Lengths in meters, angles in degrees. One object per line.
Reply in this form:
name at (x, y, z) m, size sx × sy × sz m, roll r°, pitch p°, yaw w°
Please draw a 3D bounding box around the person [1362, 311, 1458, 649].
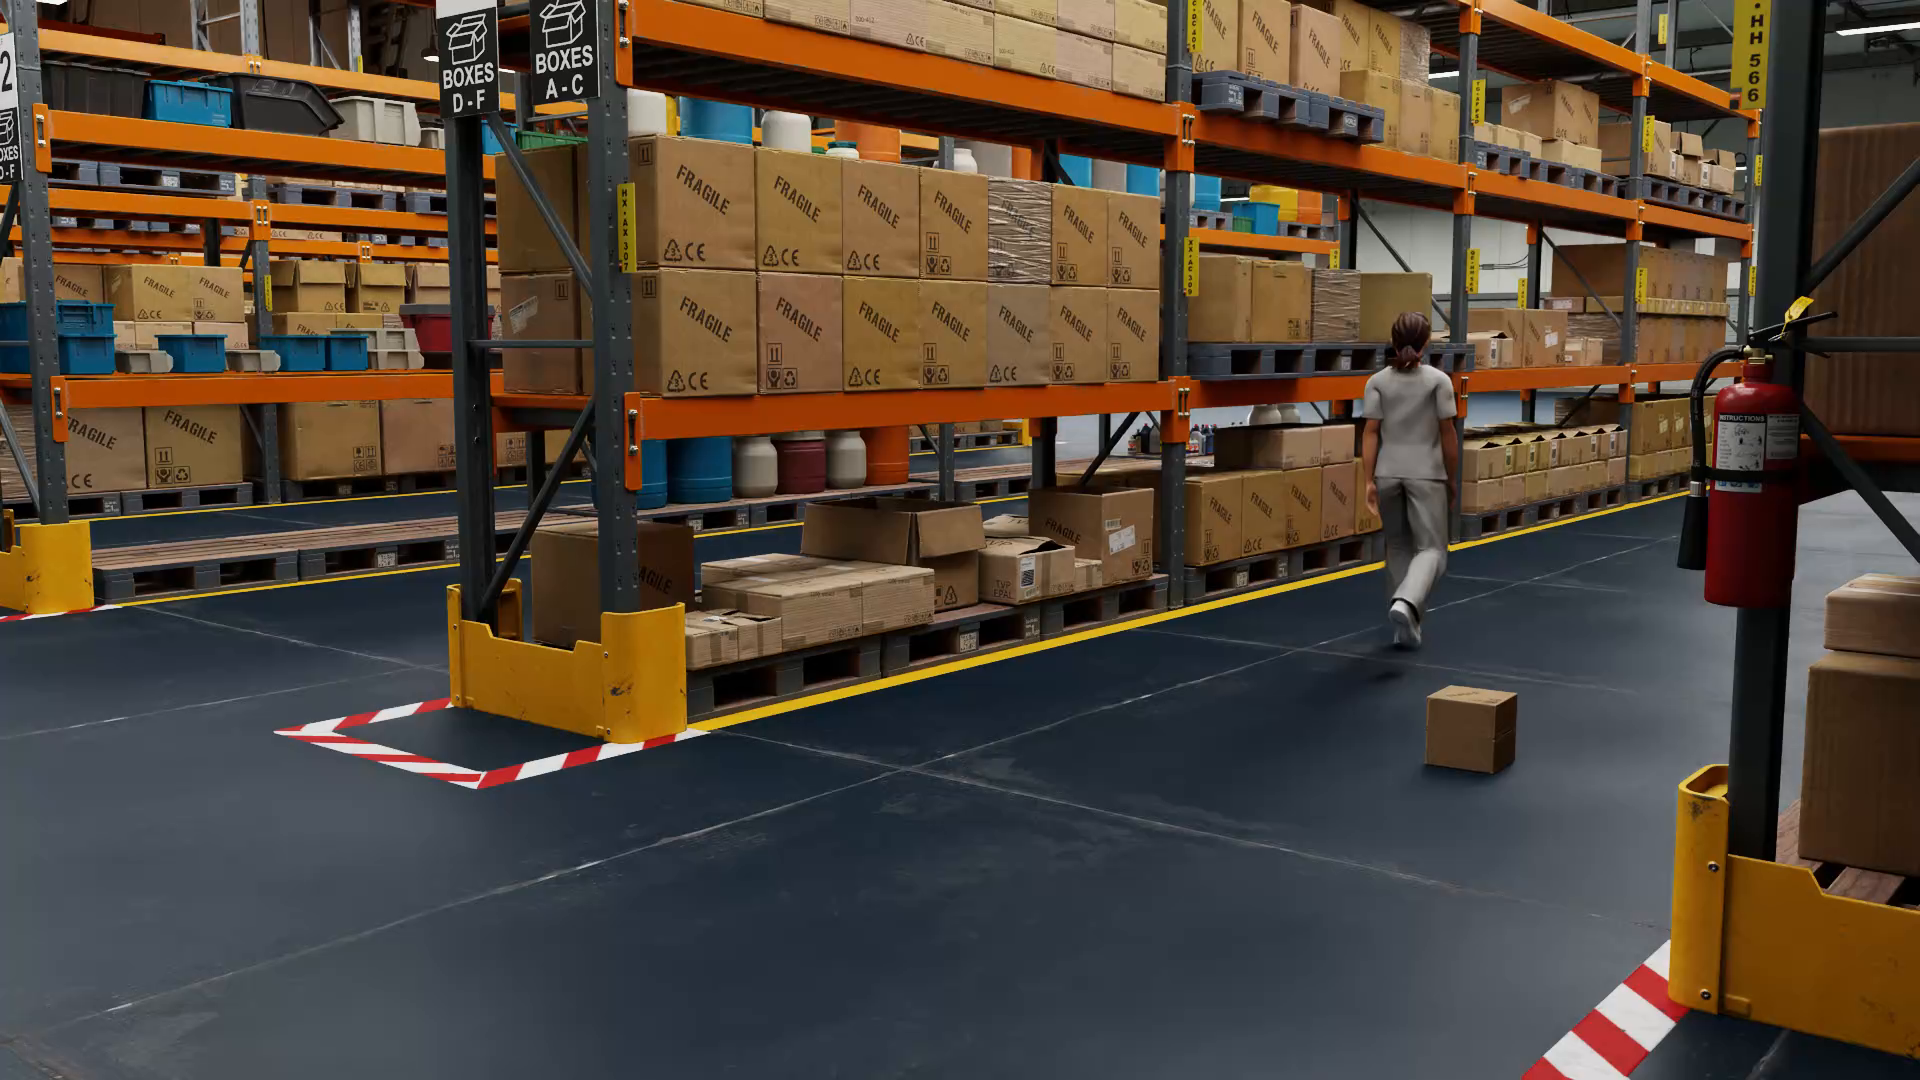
person at (2.150, -0.277, 7.999) m, size 0.438 × 1.635 × 0.879 m, roll 4°, pitch 8°, yaw 29°
